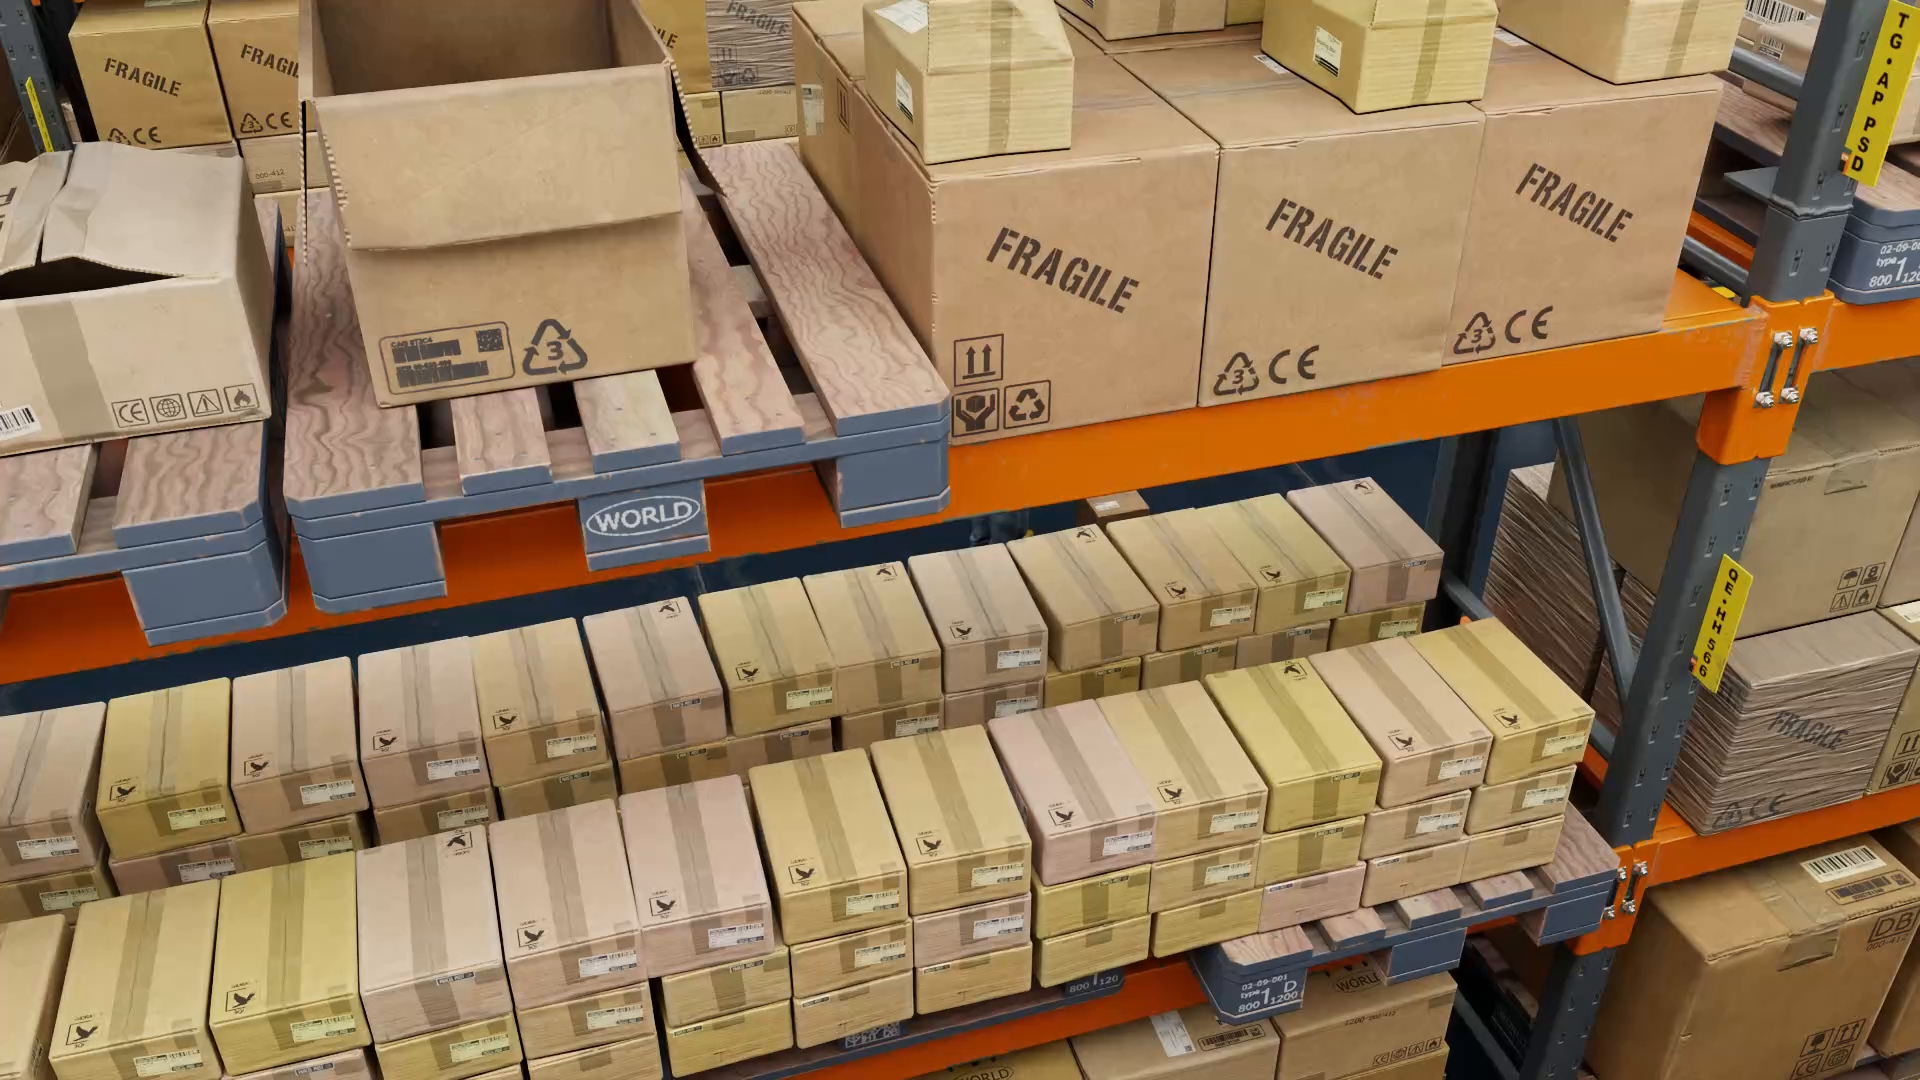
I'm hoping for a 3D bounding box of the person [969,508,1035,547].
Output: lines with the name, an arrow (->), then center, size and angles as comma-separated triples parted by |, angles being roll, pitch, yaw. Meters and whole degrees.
person -> 0.219, -0.638, 7.079 | 0.354, 1.762, 0.561 | -9, 35, -14
